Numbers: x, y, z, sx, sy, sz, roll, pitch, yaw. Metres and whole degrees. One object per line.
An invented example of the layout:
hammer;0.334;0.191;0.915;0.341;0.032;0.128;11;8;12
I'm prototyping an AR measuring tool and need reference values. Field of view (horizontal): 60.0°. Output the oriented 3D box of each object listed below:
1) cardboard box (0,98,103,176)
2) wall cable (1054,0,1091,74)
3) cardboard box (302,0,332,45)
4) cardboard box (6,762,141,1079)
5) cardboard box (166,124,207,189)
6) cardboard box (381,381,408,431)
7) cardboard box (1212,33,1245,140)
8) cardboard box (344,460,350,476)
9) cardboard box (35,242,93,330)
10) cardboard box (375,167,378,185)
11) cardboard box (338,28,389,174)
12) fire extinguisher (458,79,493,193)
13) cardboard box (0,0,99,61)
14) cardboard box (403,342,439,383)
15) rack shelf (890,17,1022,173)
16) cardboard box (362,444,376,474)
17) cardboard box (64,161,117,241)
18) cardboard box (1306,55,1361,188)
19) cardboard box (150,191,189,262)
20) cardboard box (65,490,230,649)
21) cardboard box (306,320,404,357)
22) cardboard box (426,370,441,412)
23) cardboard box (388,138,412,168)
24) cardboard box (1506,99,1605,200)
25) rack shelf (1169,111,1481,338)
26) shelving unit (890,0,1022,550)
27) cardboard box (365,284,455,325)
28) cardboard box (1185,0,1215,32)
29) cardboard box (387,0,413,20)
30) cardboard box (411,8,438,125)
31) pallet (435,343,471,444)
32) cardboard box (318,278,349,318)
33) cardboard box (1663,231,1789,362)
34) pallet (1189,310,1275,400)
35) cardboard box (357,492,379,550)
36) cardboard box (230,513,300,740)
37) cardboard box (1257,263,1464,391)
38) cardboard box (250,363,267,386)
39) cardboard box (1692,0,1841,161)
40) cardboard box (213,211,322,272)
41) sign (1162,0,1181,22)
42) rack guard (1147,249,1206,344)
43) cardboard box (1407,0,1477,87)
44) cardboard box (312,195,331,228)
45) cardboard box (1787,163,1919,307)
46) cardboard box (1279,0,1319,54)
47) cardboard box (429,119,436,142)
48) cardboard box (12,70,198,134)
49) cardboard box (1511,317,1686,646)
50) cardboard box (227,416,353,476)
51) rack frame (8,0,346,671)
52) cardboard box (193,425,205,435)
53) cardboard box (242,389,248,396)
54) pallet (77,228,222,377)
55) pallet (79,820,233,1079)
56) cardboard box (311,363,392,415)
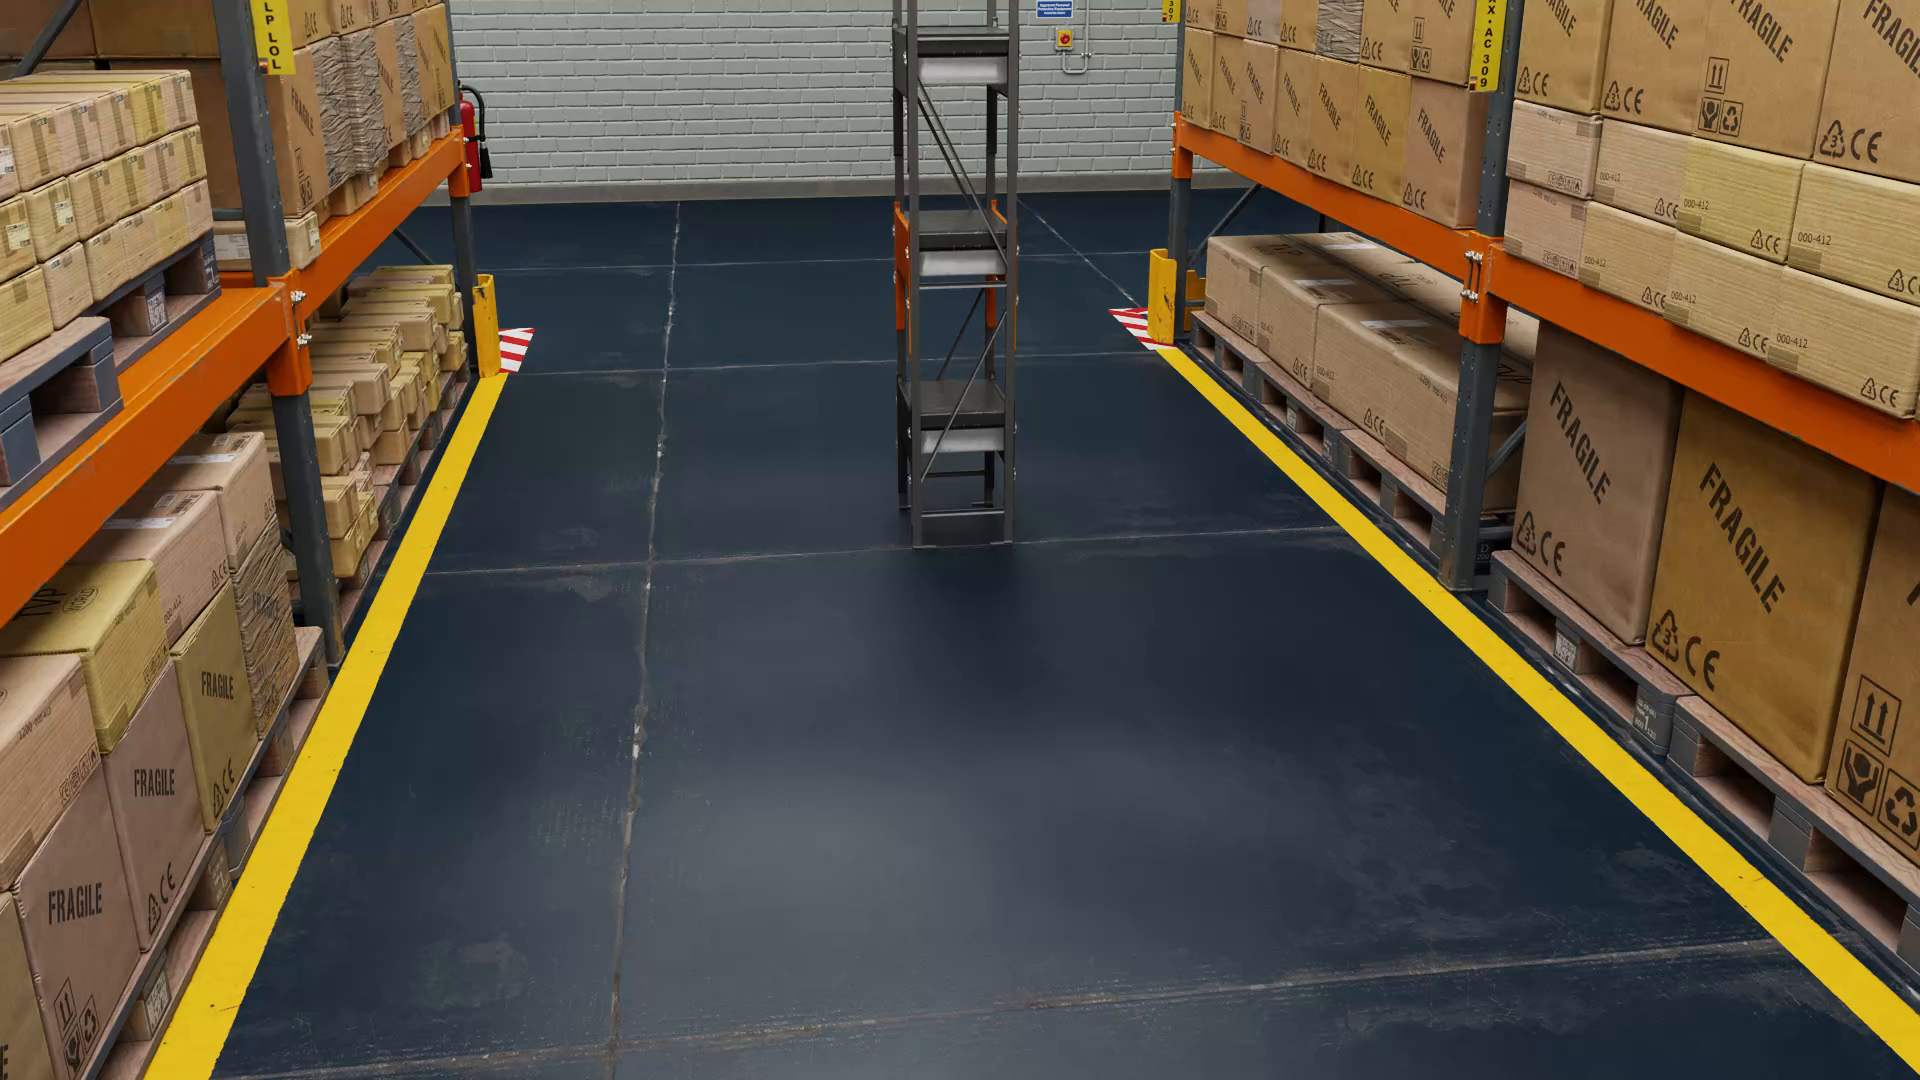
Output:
cardboard box;-2.213;-0.921;3.804;0.380;0.149;0.250;-3;21;-8
wall cable;0.894;-5.077;14.527;0.585;1.953;0.123;-3;21;-8
cardboard box;-2.491;-1.968;5.701;0.500;0.500;0.500;-4;21;-9
cardboard box;-2.005;0.784;3.303;0.500;0.500;0.500;-3;21;-9
cardboard box;-2.324;-1.057;4.592;0.380;0.149;0.250;-2;21;-6
cardboard box;-2.535;-0.555;6.963;0.380;0.149;0.250;-3;21;-8
cardboard box;1.616;-2.328;8.519;0.500;0.500;0.500;-3;21;-9
cardboard box;-2.509;-0.274;6.212;0.380;0.149;0.250;-3;21;-8
cardboard box;-2.170;-0.559;3.683;0.380;0.149;0.250;-4;21;-10
cardboard box;-2.617;-1.507;6.823;0.380;0.149;0.250;-2;21;-6
cardboard box;-2.515;-1.684;6.369;0.500;0.500;0.500;-3;21;-9
fire extinguisher;-2.733;-2.251;9.098;0.296;0.674;0.183;-3;21;-8
cardboard box;-2.912;-1.770;5.170;0.500;0.500;0.500;-4;21;-10
cardboard box;-2.631;-0.825;7.687;0.380;0.149;0.250;-3;21;-7
rack shelf;-0.024;-1.684;6.262;0.431;0.518;0.480;-3;21;-8
cardboard box;-2.597;-0.322;6.765;0.380;0.149;0.250;-4;21;-10
cardboard box;-2.208;-0.785;3.865;0.380;0.149;0.250;-4;21;-10
cardboard box;1.820;-1.796;7.096;0.500;0.500;0.500;-3;21;-9
cardboard box;-2.286;-0.828;4.404;0.380;0.149;0.250;-3;21;-7
cardboard box;-2.159;0.081;4.114;0.500;0.250;0.500;-2;21;-5
cardboard box;-2.687;-0.867;7.375;0.380;0.149;0.250;-4;21;-10
cardboard box;-2.634;-0.691;7.753;0.380;0.149;0.250;-4;21;-10
cardboard box;-2.709;-1.781;7.556;0.380;0.149;0.250;-4;21;-10
cardboard box;2.091;-1.248;5.271;0.500;0.250;0.500;-4;21;-9
rack shelf;2.018;-1.606;7.758;1.077;0.370;4.000;-3;21;-8
shelving unit;-0.024;-1.041;6.502;0.431;2.100;0.503;-3;21;-8
cardboard box;-2.684;-1.147;8.125;0.380;0.149;0.250;-3;21;-9
cardboard box;1.517;-2.970;8.810;0.500;0.500;0.500;-3;21;-9
cardboard box;-2.685;-2.505;7.138;0.500;0.500;0.500;-2;21;-5
cardboard box;-2.765;-2.216;7.794;0.500;0.500;0.500;-3;21;-9
pallet;-3.061;-0.735;8.383;1.003;0.211;1.213;-3;21;-8
cardboard box;-3.256;-1.203;8.274;0.380;0.149;0.250;-3;21;-7
cardboard box;2.243;-0.658;4.404;0.500;0.250;0.500;-3;21;-8
pallet;1.923;-1.056;9.243;1.003;0.211;1.213;-3;21;-8
cardboard box;-2.350;-0.062;6.069;0.380;0.149;0.250;-2;21;-6
cardboard box;-2.221;0.252;4.728;0.500;0.500;0.500;-3;21;-9
cardboard box;2.064;-1.092;8.415;0.875;0.438;0.875;-2;21;-6
cardboard box;-3.074;-0.756;7.076;0.380;0.149;0.250;-3;21;-8
cardboard box;2.256;-1.251;4.206;0.500;0.500;0.500;-3;21;-9
cardboard box;-2.294;-0.963;5.366;0.380;0.149;0.250;-2;21;-6
sign;1.180;-3.052;9.251;0.100;0.325;0.005;-3;21;-8
rack guard;1.727;-1.473;9.946;1.175;0.500;0.348;-3;21;-8
cardboard box;1.965;-1.915;5.986;0.500;0.500;0.500;-3;21;-8
cardboard box;-2.529;-1.233;6.089;0.380;0.149;0.250;-4;21;-10
cardboard box;2.315;-0.718;3.851;0.500;0.250;0.500;-4;21;-9
cardboard box;1.754;-2.441;7.394;0.500;0.500;0.500;-3;21;-8
cardboard box;-2.828;-2.047;8.268;0.380;0.149;0.250;-3;21;-8
cardboard box;-2.326;-1.195;4.536;0.380;0.149;0.250;-2;21;-5
cardboard box;2.475;-0.242;5.512;0.875;0.875;0.875;-2;21;-6
cardboard box;-2.403;-0.334;5.948;0.380;0.149;0.250;-2;21;-5
rack frame;-2.577;-0.966;5.016;1.000;3.000;0.127;-3;21;-8
cardboard box;-3.005;-0.388;6.093;0.380;0.149;0.250;-3;21;-8
cardboard box;-3.058;-0.517;6.864;0.380;0.149;0.250;-4;21;-10
pallet;-2.611;-0.604;4.321;1.003;0.211;1.213;-3;21;-8
pallet;-2.284;1.033;3.649;1.003;0.211;1.213;-3;21;-8
cardboard box;-2.504;-0.601;6.661;0.380;0.149;0.250;-2;21;-7
